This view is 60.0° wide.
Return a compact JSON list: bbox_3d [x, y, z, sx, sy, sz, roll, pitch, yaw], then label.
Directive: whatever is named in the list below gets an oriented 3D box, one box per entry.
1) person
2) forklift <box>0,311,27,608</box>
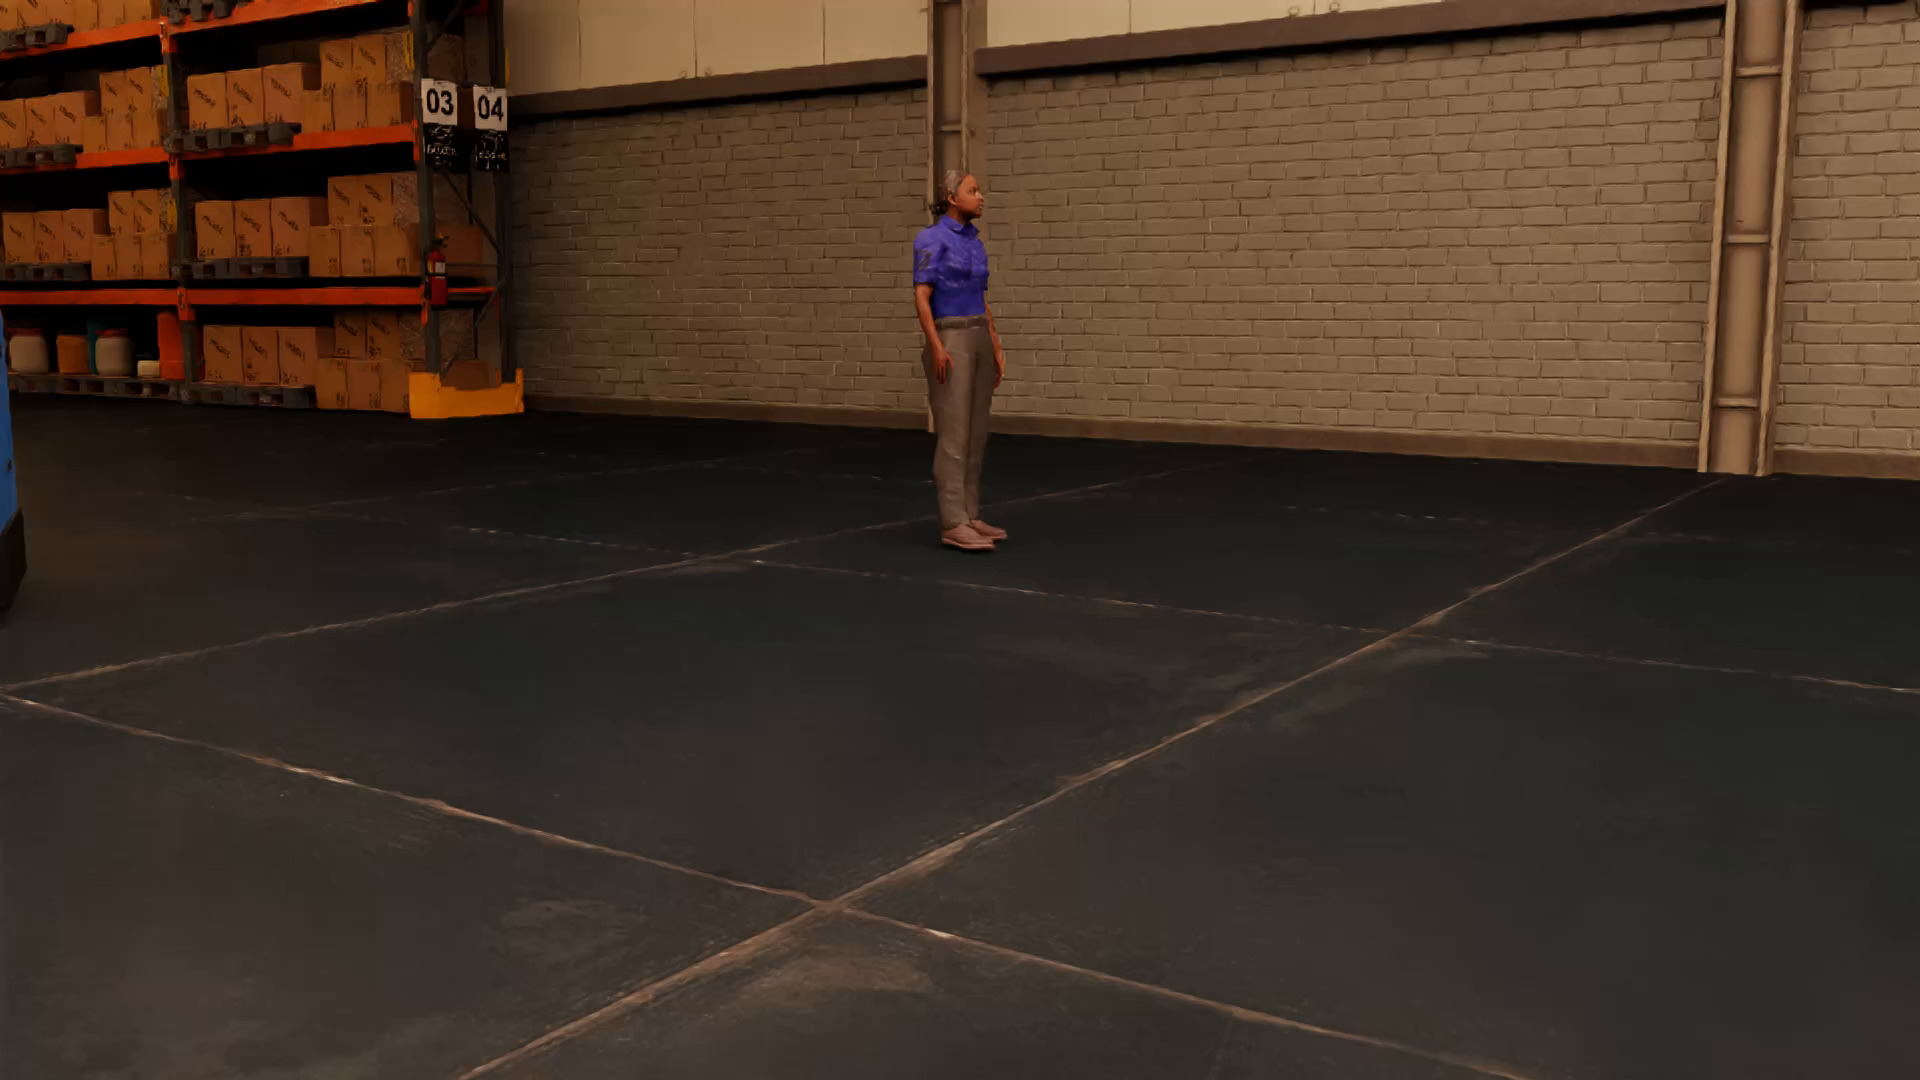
[{"bbox_3d":[0.062,-0.817,7.421,0.503,1.654,0.570,5,10,34],"label":"person"},{"bbox_3d":[-4.726,-1.124,5.095,3.031,2.935,1.130,-4,9,-26],"label":"forklift"}]
